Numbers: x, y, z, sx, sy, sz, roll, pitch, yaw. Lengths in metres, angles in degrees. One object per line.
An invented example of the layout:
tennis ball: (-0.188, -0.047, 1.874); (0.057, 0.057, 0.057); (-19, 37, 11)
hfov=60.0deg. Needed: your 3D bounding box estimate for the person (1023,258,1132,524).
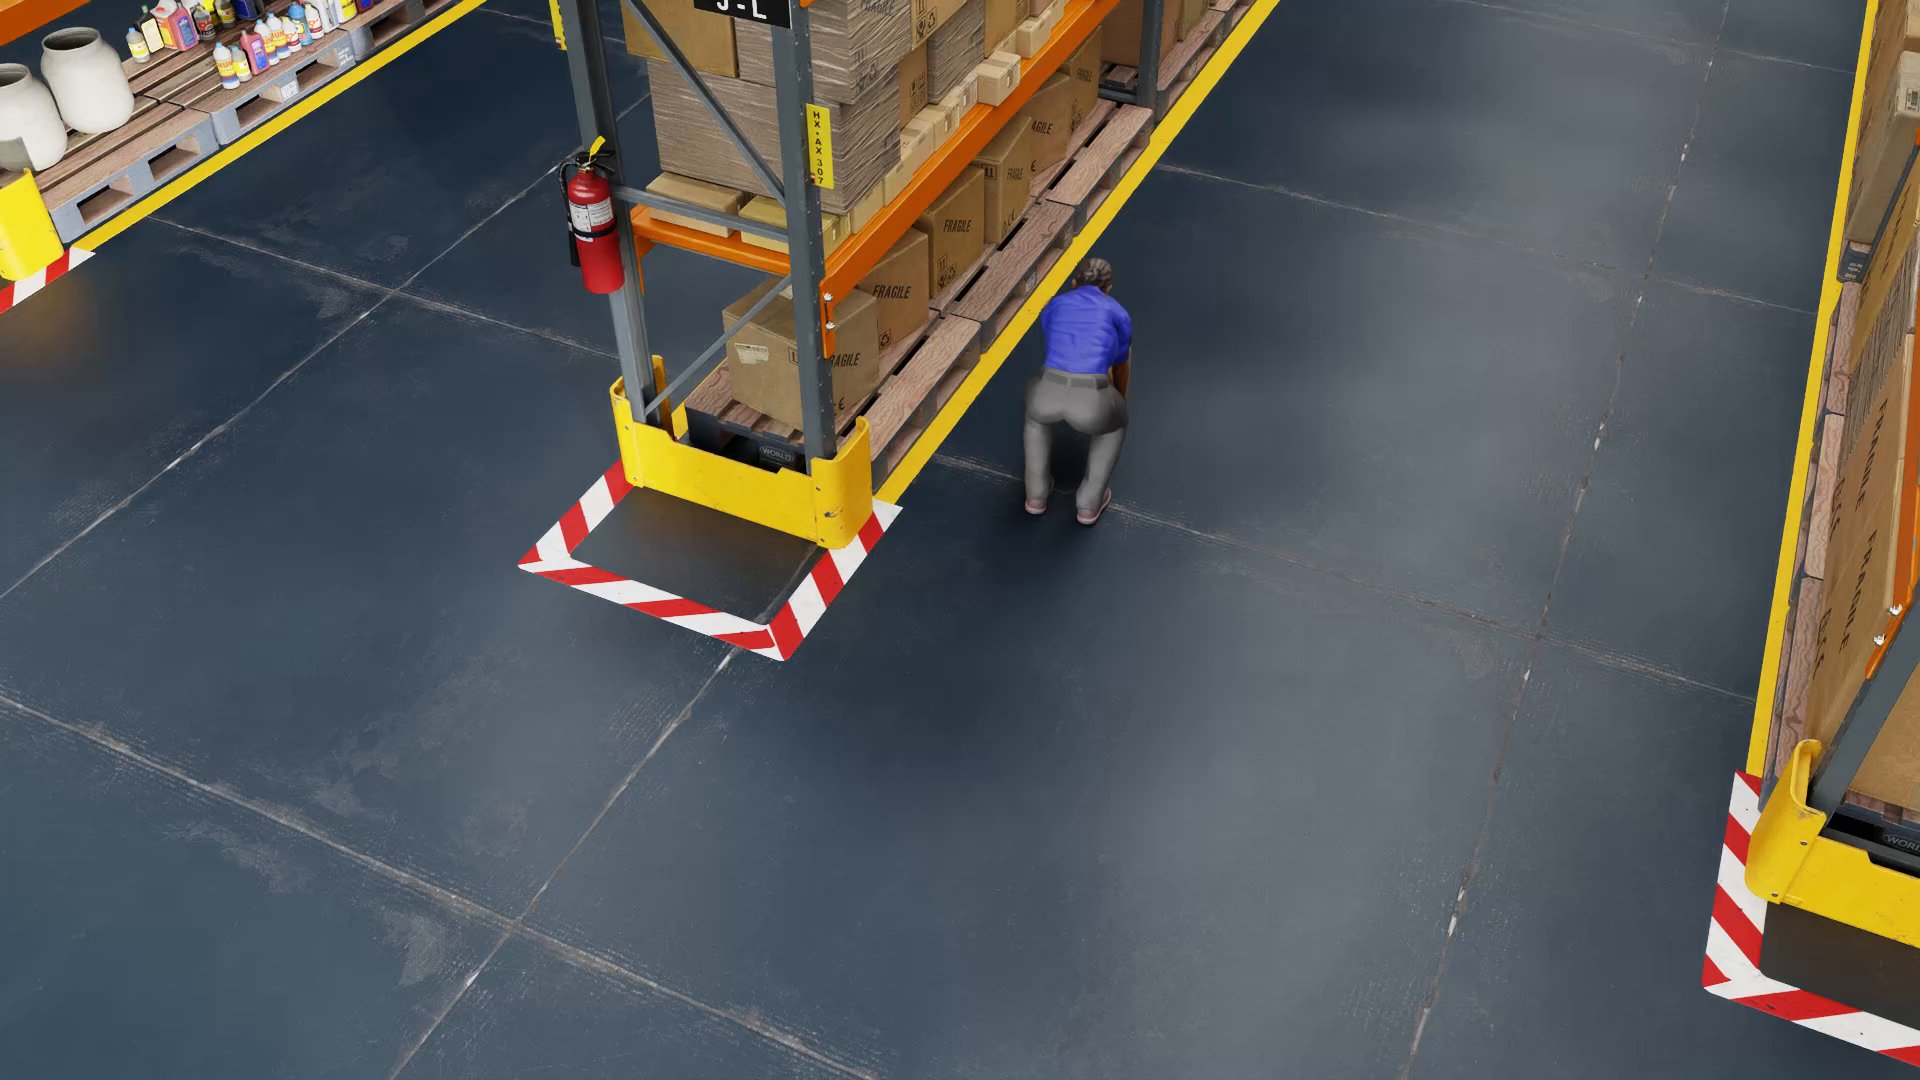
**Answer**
person: (0.525, -0.645, 7.375); (0.468, 0.989, 0.860); (10, 43, 10)
